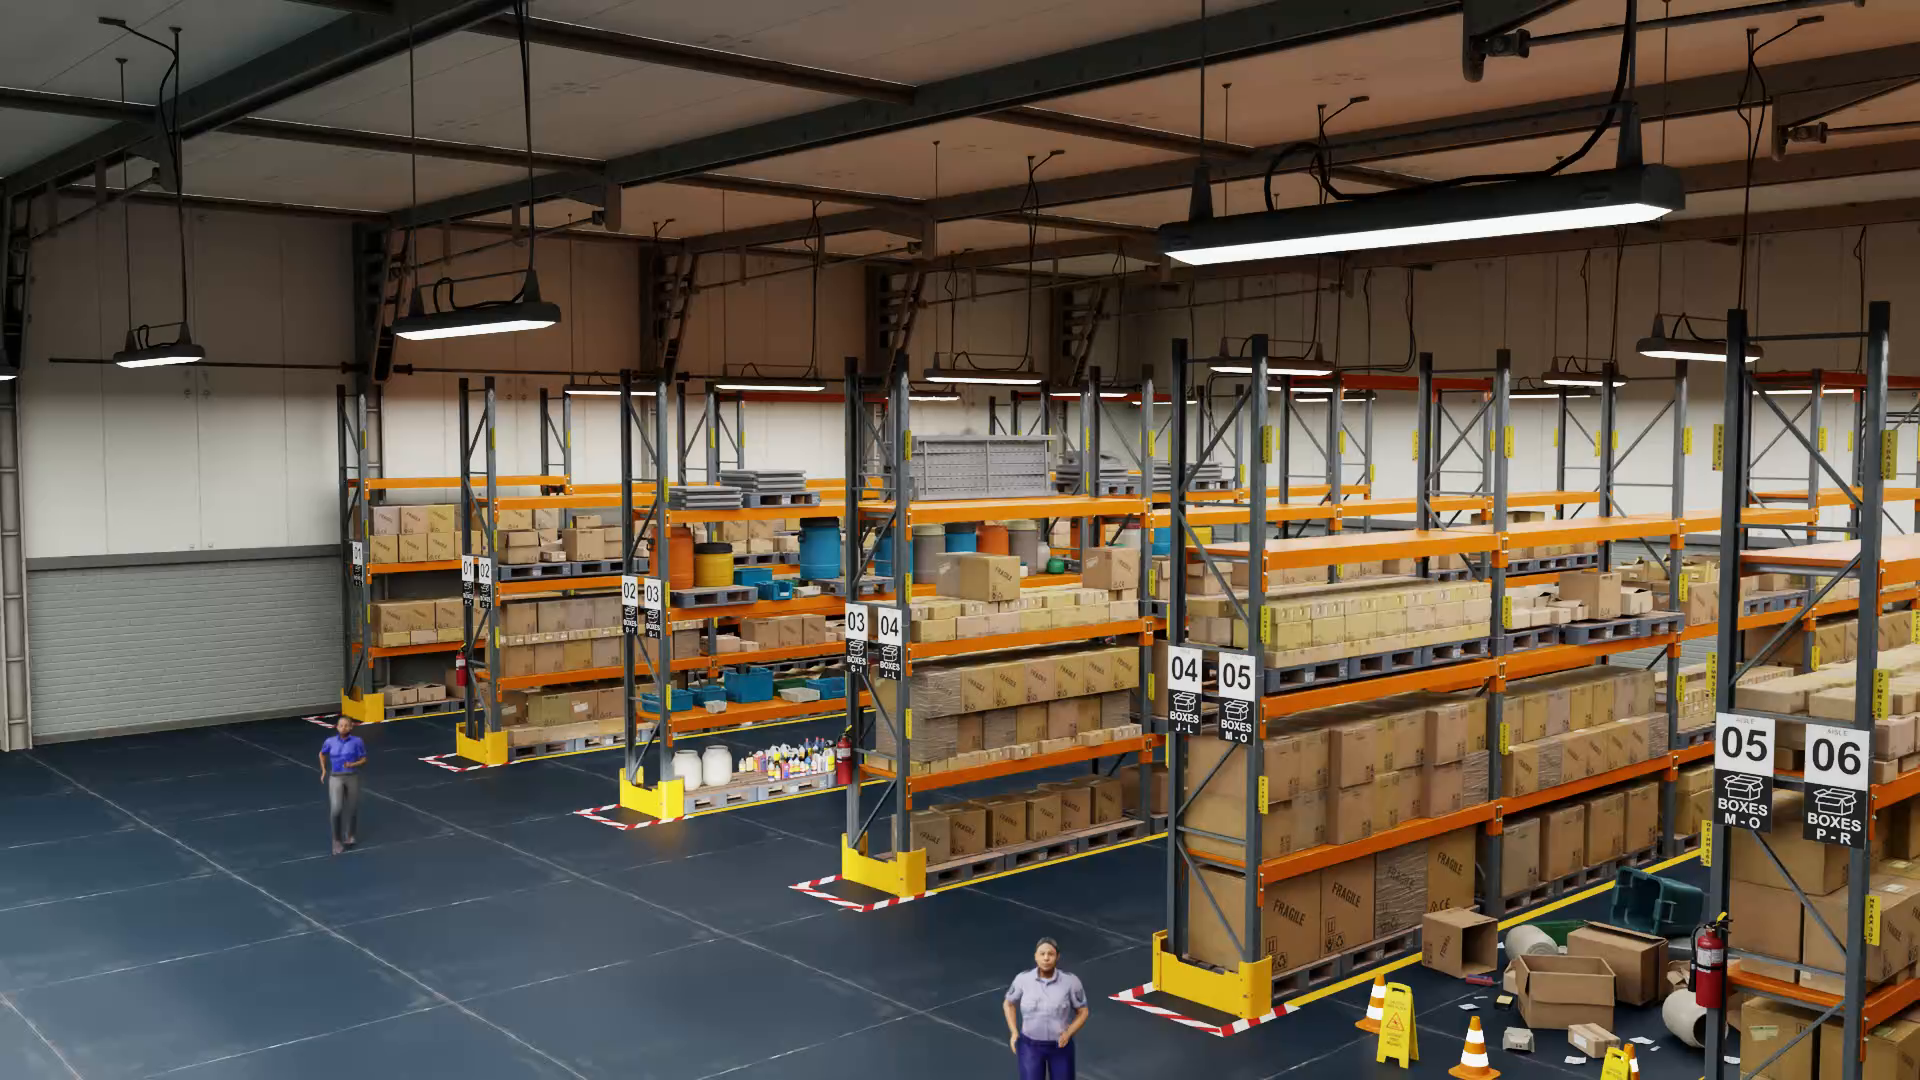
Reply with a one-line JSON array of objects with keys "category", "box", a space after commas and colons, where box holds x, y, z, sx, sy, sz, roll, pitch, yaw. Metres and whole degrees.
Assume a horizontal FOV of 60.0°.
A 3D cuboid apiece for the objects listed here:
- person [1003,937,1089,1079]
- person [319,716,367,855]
[{"category": "person", "box": [0.600, 3.599, 11.714, 0.615, 1.591, 0.708, 0, 4, 5]}, {"category": "person", "box": [-7.564, 3.006, 20.412, 0.542, 1.690, 0.713, -1, 4, -21]}]
